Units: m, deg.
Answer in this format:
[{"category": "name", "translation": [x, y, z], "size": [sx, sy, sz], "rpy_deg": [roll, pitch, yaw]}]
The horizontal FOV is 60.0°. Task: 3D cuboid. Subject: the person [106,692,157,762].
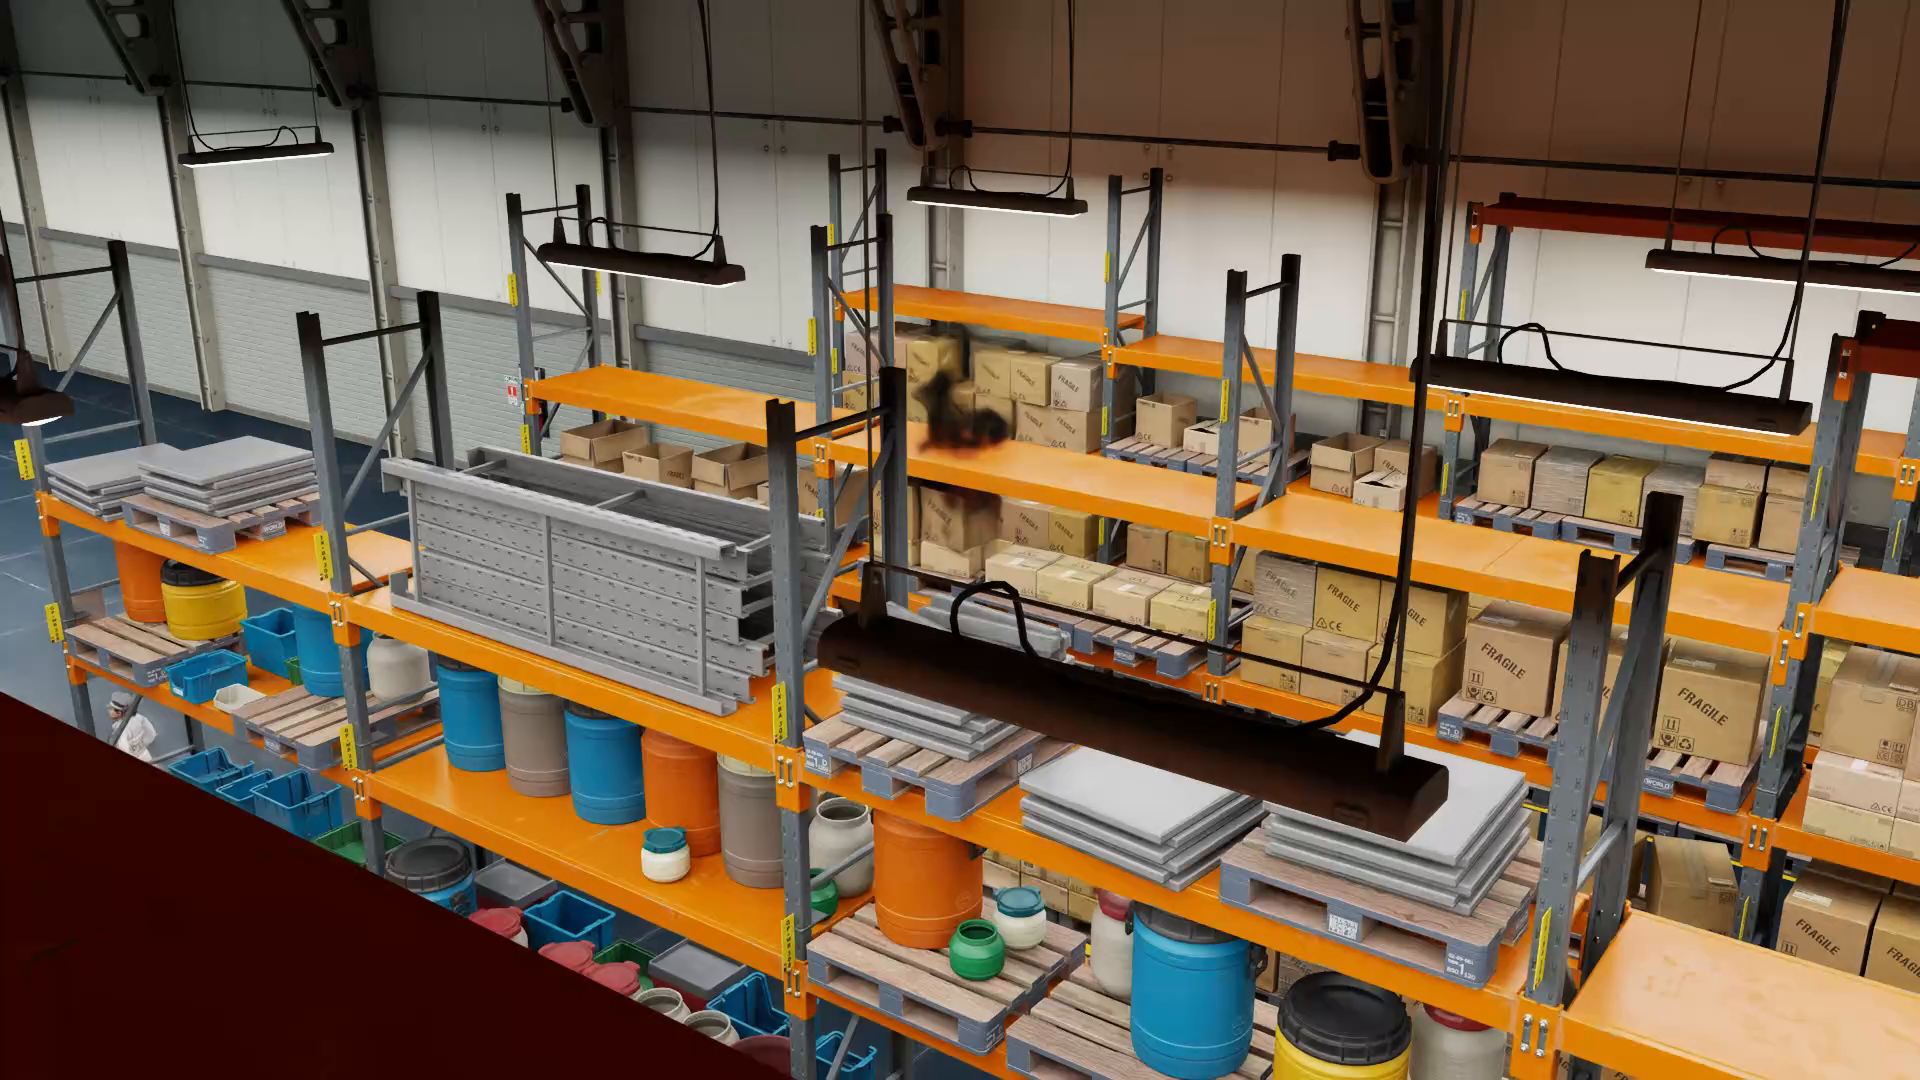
[{"category": "person", "translation": [-7.874, 2.225, 15.898], "size": [0.536, 1.667, 0.655], "rpy_deg": [1, 18, 3]}]
